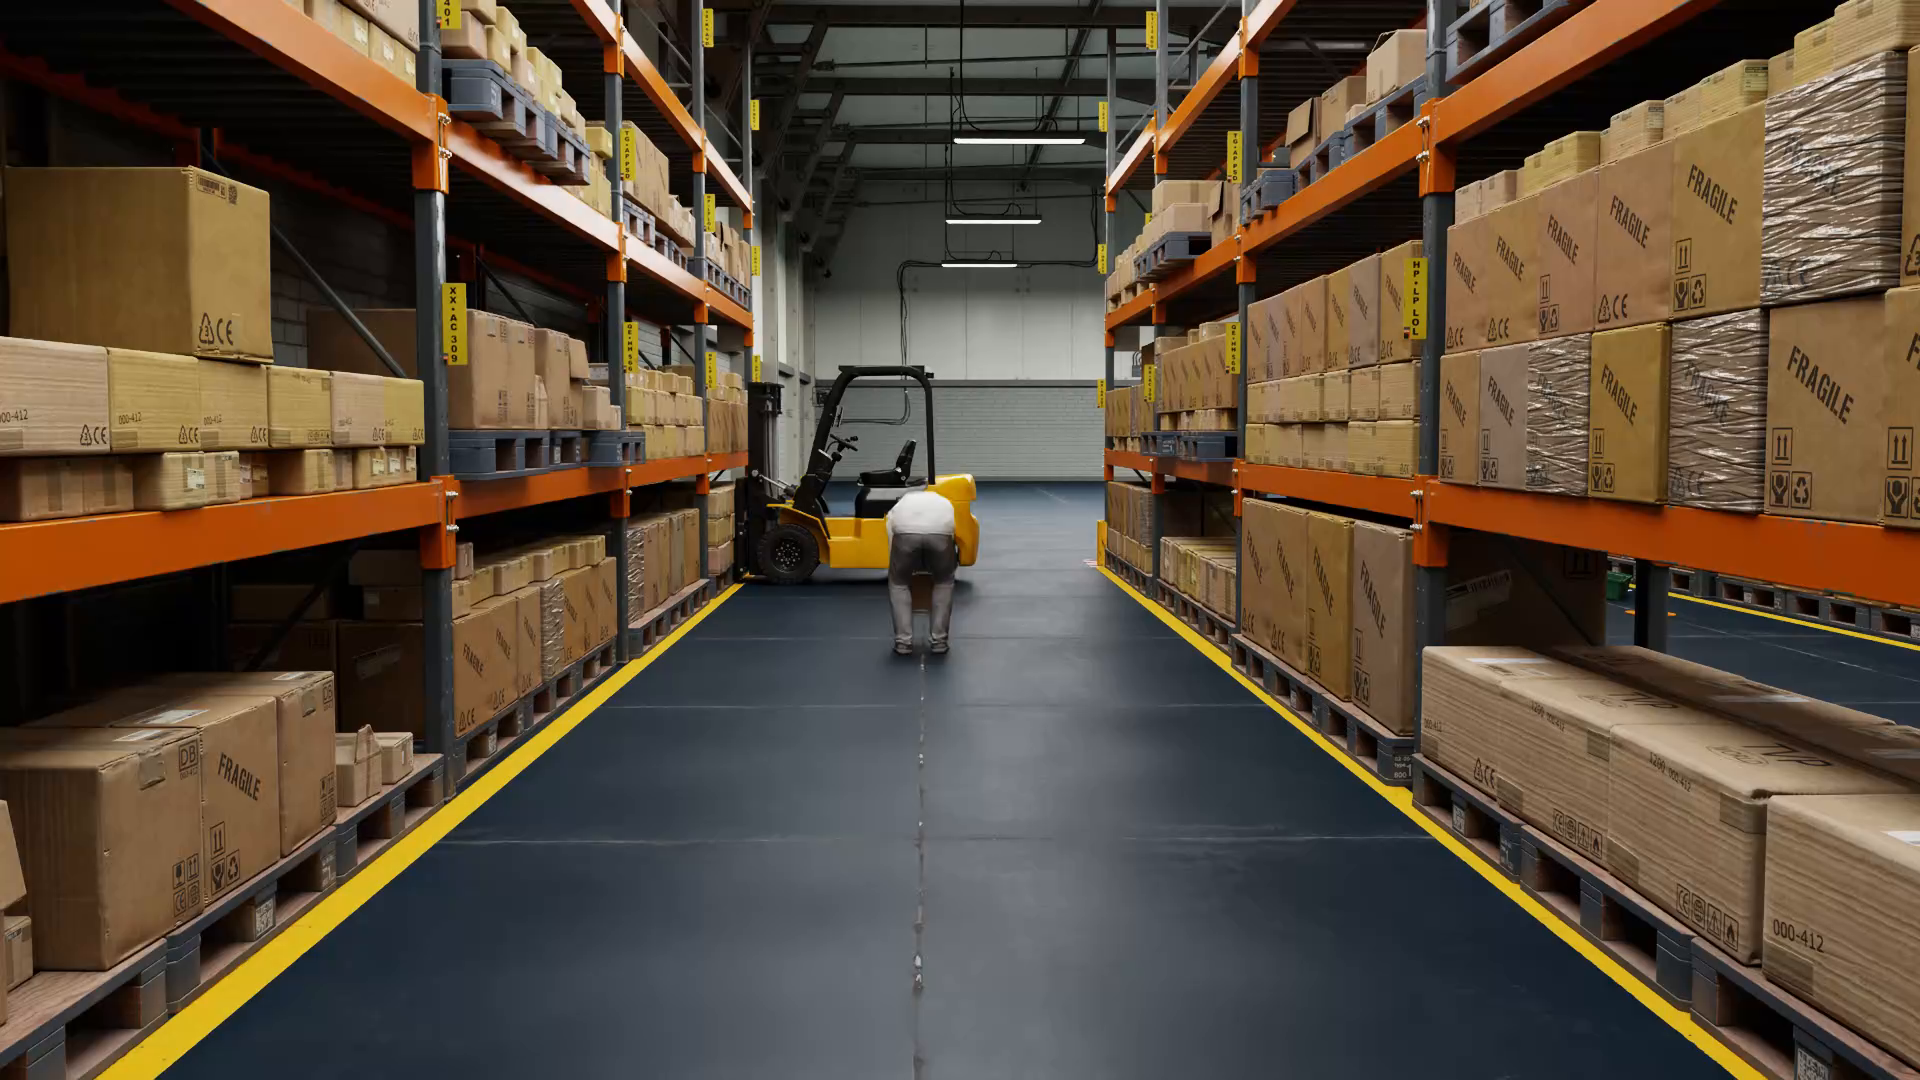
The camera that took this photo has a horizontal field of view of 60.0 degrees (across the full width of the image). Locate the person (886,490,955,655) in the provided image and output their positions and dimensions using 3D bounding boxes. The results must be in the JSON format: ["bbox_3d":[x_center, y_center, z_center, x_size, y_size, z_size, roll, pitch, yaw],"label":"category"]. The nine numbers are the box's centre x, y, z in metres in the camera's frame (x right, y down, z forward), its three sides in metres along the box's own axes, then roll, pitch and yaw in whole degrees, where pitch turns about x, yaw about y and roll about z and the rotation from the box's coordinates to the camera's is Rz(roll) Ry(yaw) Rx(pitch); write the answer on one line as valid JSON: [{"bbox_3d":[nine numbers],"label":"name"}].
[{"bbox_3d":[-0.275,0.205,11.544,0.477,1.096,0.981,0,4,-4],"label":"person"}]
